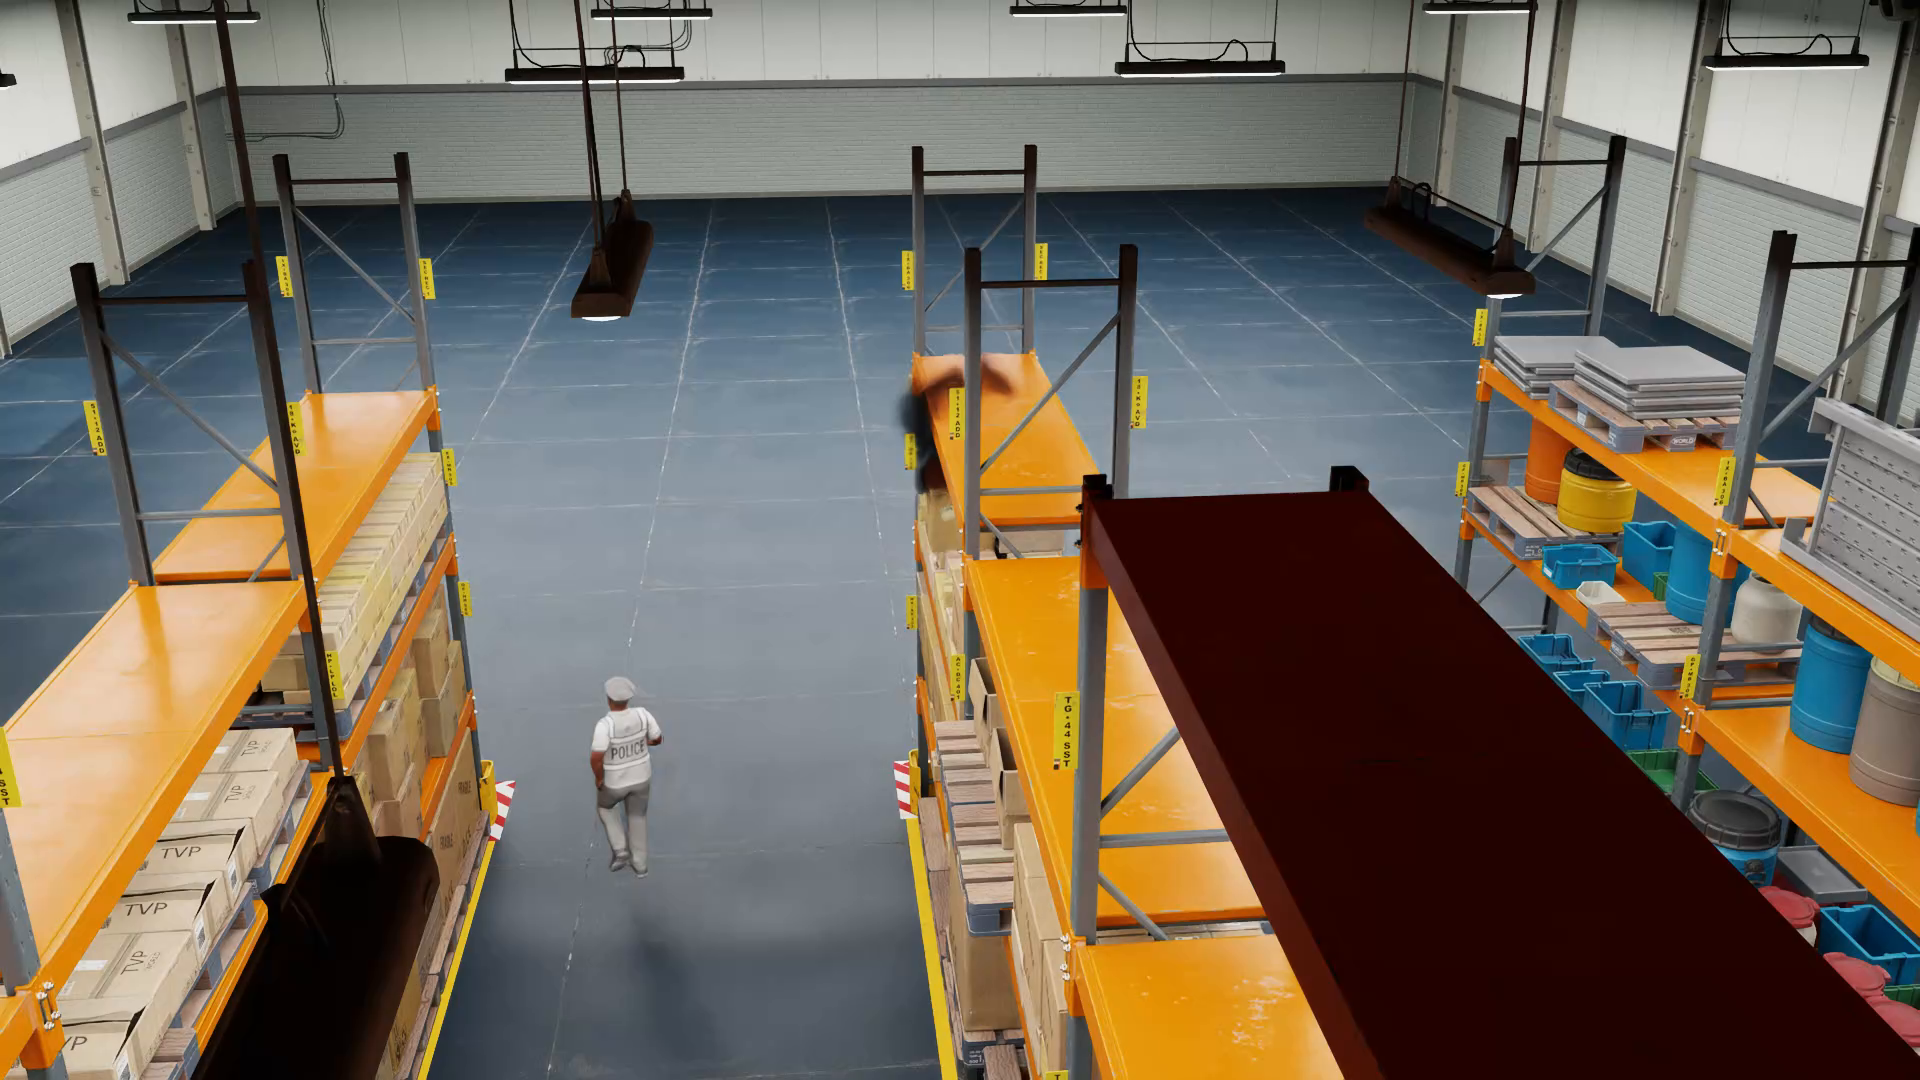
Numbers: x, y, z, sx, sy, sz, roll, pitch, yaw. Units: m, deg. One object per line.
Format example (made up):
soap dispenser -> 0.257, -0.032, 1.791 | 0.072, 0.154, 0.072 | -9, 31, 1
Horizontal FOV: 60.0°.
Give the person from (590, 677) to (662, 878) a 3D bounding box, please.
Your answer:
person -> -2.803, 1.945, 13.850 | 0.662, 1.763, 0.643 | -11, 24, -26
